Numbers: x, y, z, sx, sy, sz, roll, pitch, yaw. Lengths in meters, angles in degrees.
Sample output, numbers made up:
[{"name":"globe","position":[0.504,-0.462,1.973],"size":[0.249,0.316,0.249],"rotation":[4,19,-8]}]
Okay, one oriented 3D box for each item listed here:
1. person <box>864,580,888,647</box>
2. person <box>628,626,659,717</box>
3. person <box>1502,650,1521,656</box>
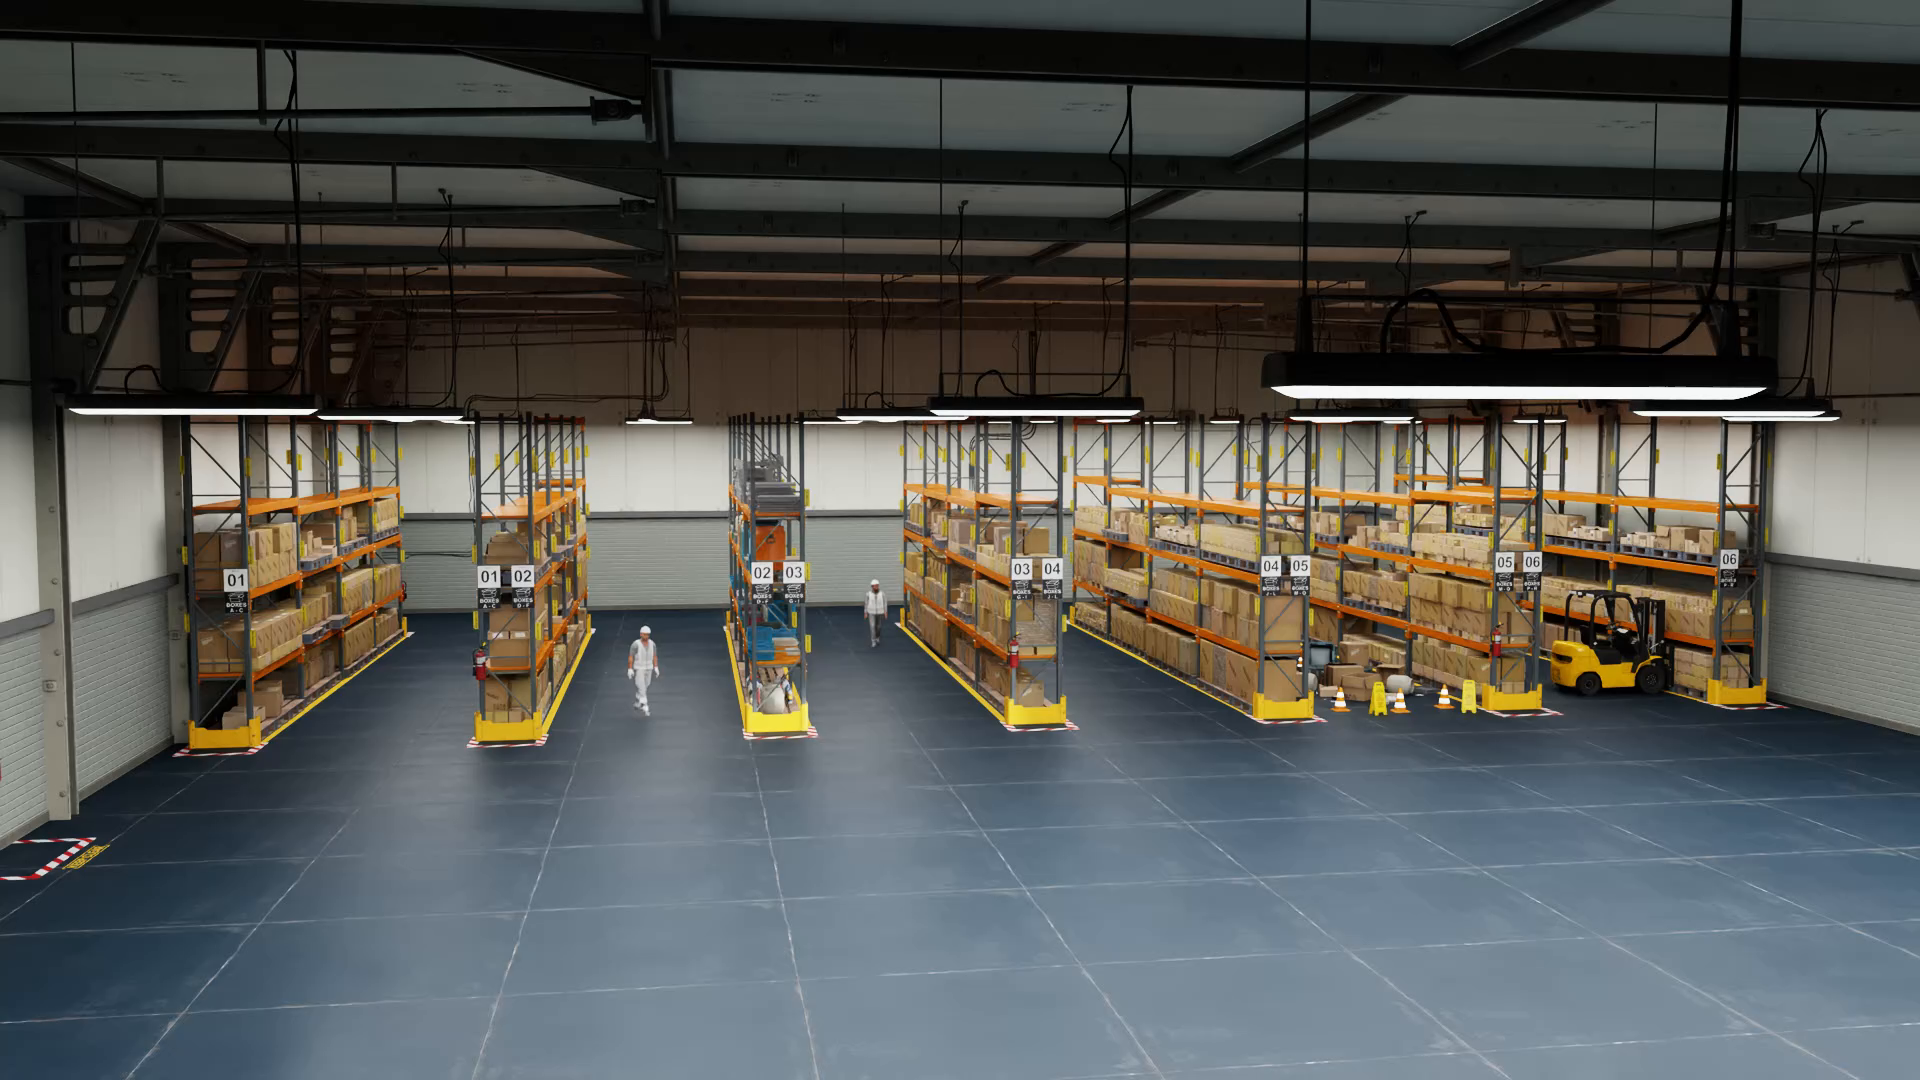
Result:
[{"name":"person","position":[-2.193,1.898,43.452],"size":[0.598,1.714,1.074],"rotation":[-1,4,-8]},{"name":"person","position":[-6.252,2.580,32.983],"size":[0.563,1.740,0.944],"rotation":[-4,5,-43]},{"name":"person","position":[12.609,2.312,37.977],"size":[0.642,1.673,0.788],"rotation":[-1,4,-9]}]
